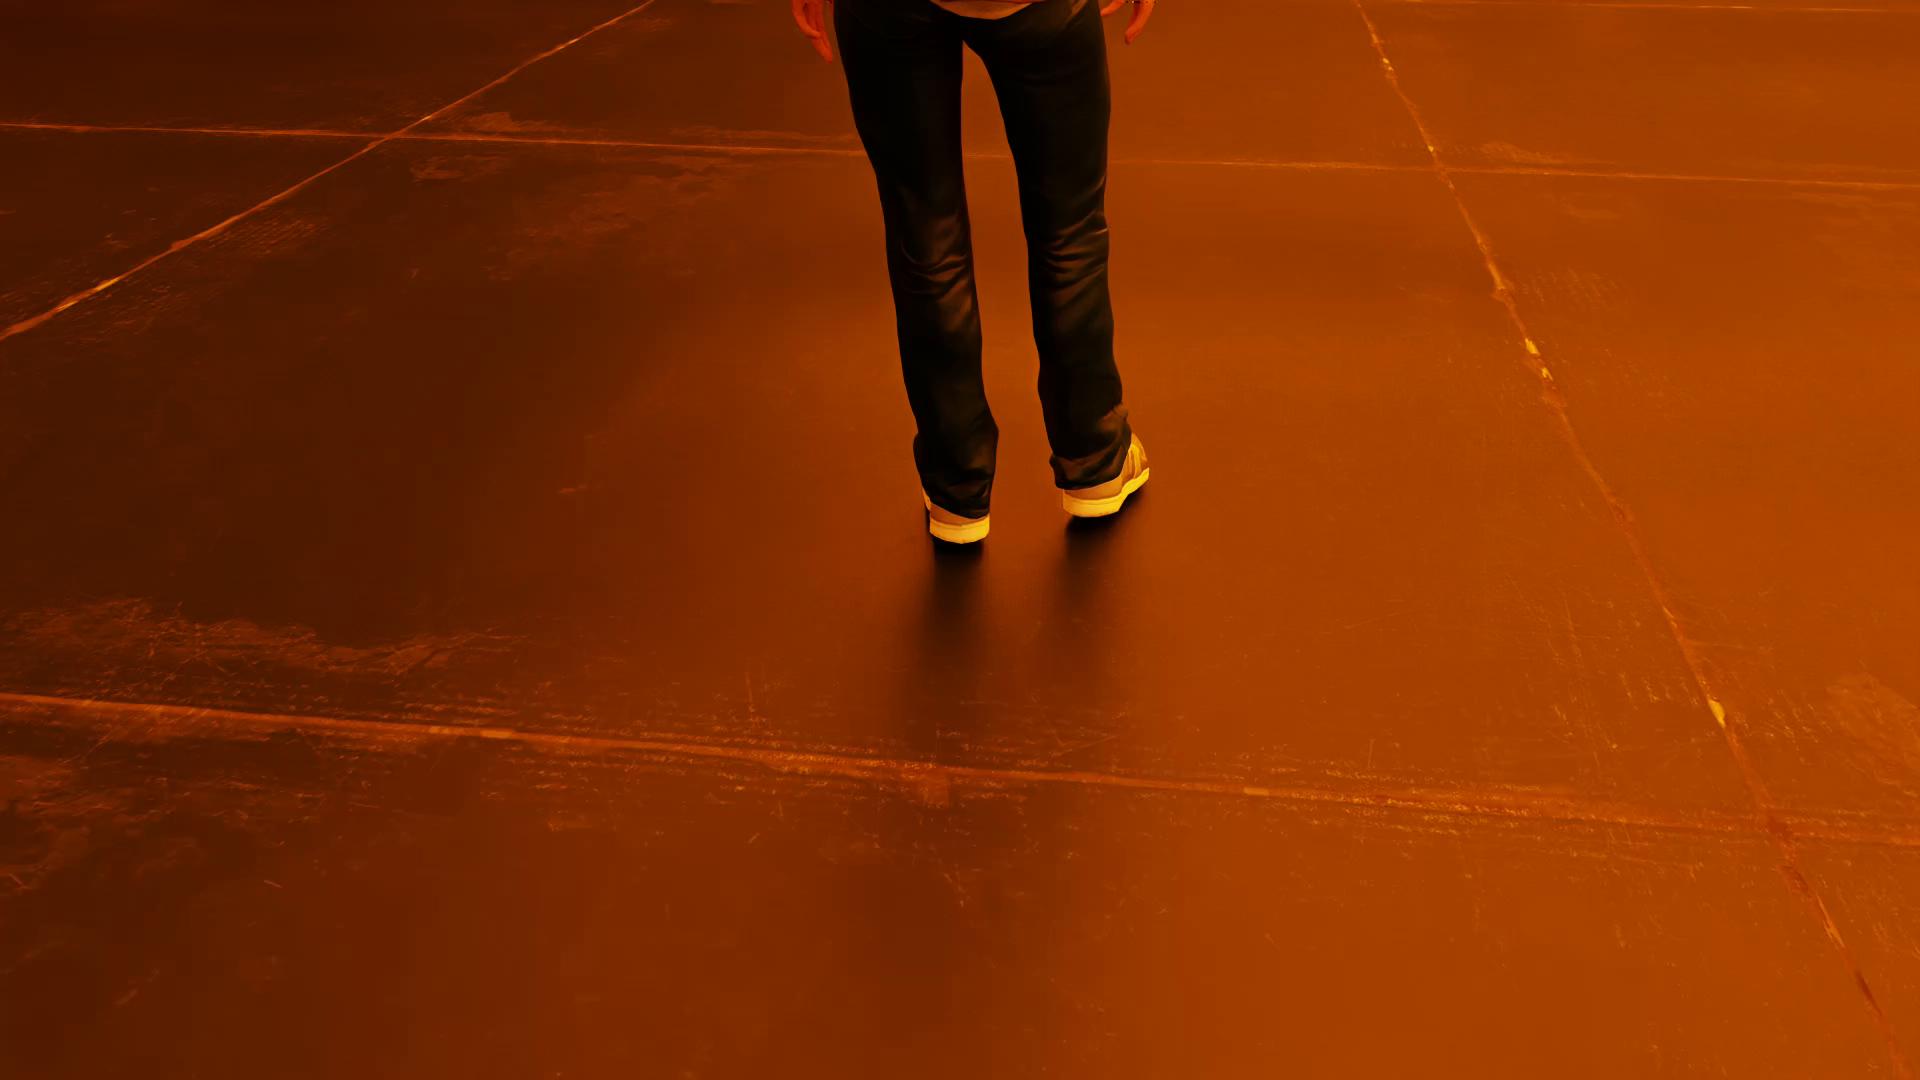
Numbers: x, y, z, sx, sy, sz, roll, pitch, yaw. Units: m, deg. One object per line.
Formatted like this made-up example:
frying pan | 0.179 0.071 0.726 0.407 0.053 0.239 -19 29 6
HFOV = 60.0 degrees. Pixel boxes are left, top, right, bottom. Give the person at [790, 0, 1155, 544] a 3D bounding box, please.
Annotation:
person | 0.024 -0.754 2.205 0.520 1.599 0.473 3 27 7
